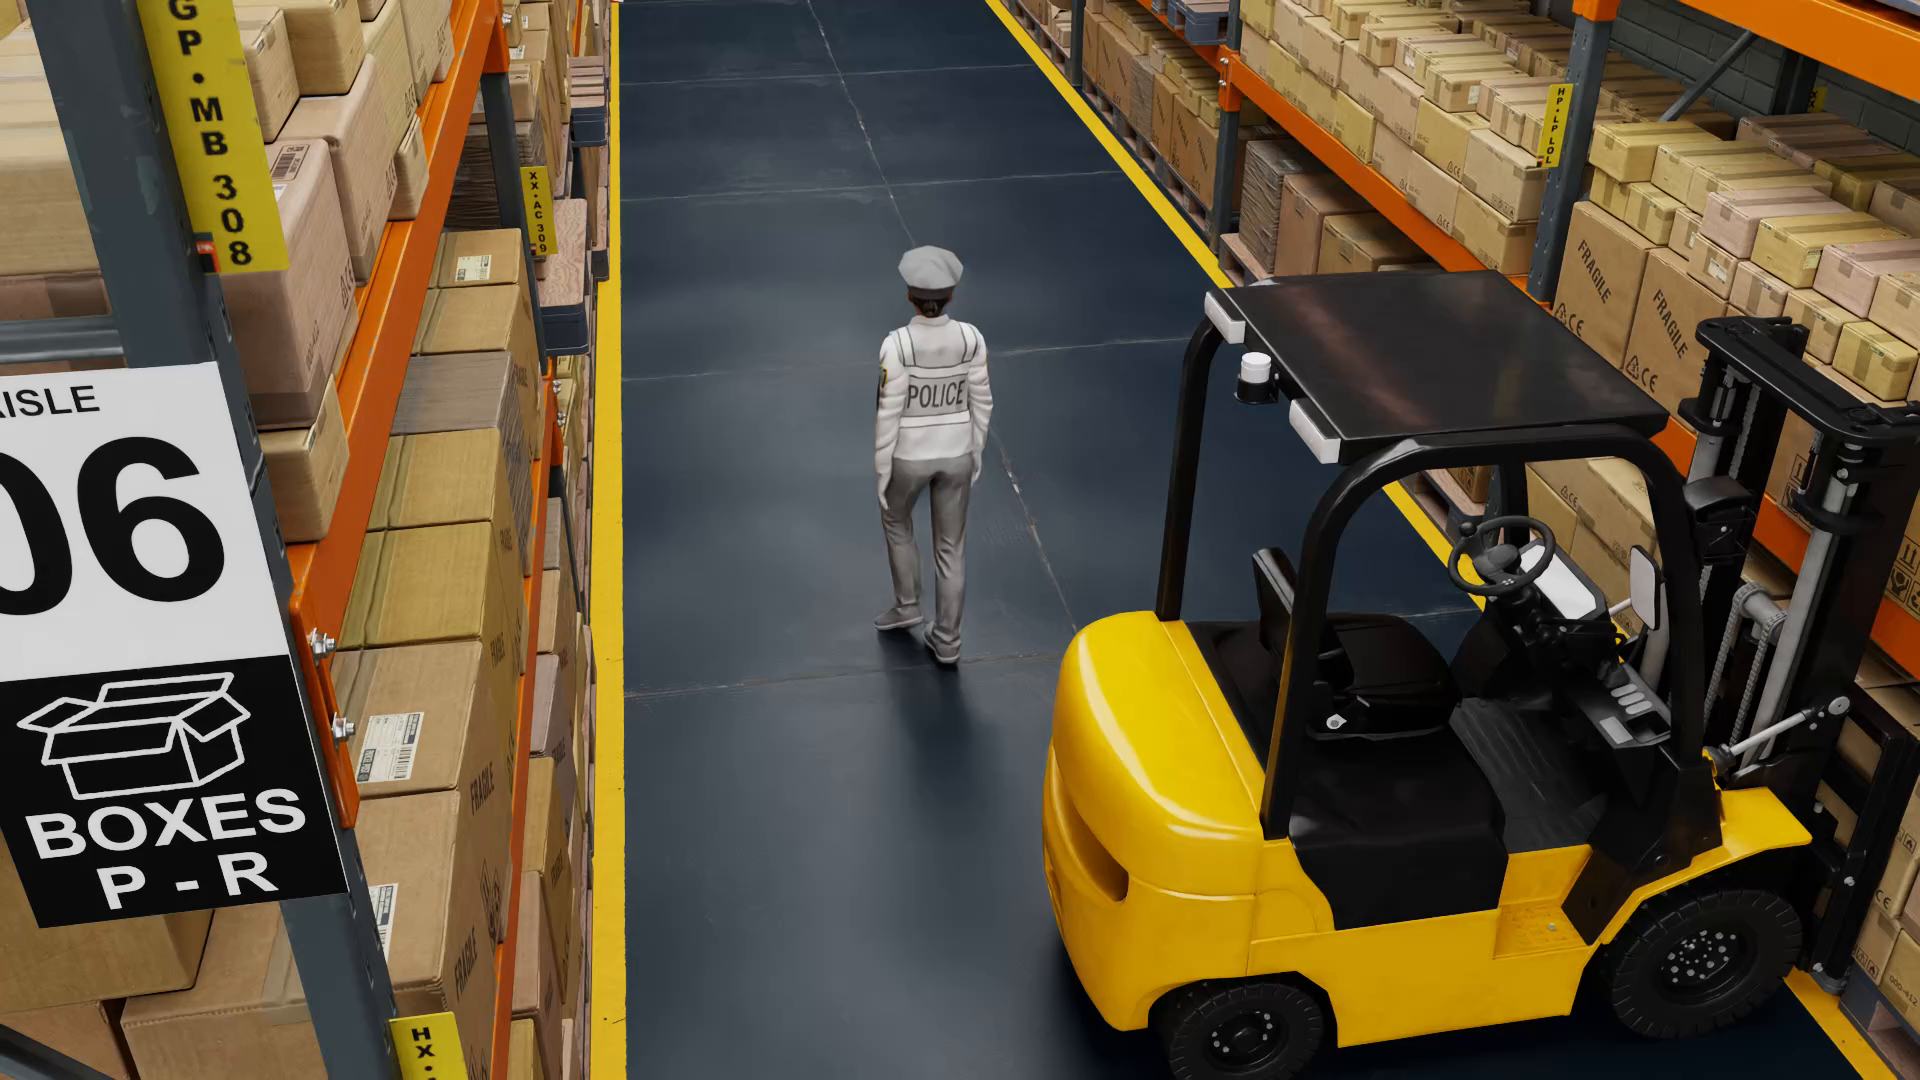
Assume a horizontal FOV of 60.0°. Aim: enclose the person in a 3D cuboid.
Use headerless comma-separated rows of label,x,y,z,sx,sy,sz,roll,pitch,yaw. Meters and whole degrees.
person,-0.100,-0.284,6.617,0.512,1.718,0.498,-8,32,-13
